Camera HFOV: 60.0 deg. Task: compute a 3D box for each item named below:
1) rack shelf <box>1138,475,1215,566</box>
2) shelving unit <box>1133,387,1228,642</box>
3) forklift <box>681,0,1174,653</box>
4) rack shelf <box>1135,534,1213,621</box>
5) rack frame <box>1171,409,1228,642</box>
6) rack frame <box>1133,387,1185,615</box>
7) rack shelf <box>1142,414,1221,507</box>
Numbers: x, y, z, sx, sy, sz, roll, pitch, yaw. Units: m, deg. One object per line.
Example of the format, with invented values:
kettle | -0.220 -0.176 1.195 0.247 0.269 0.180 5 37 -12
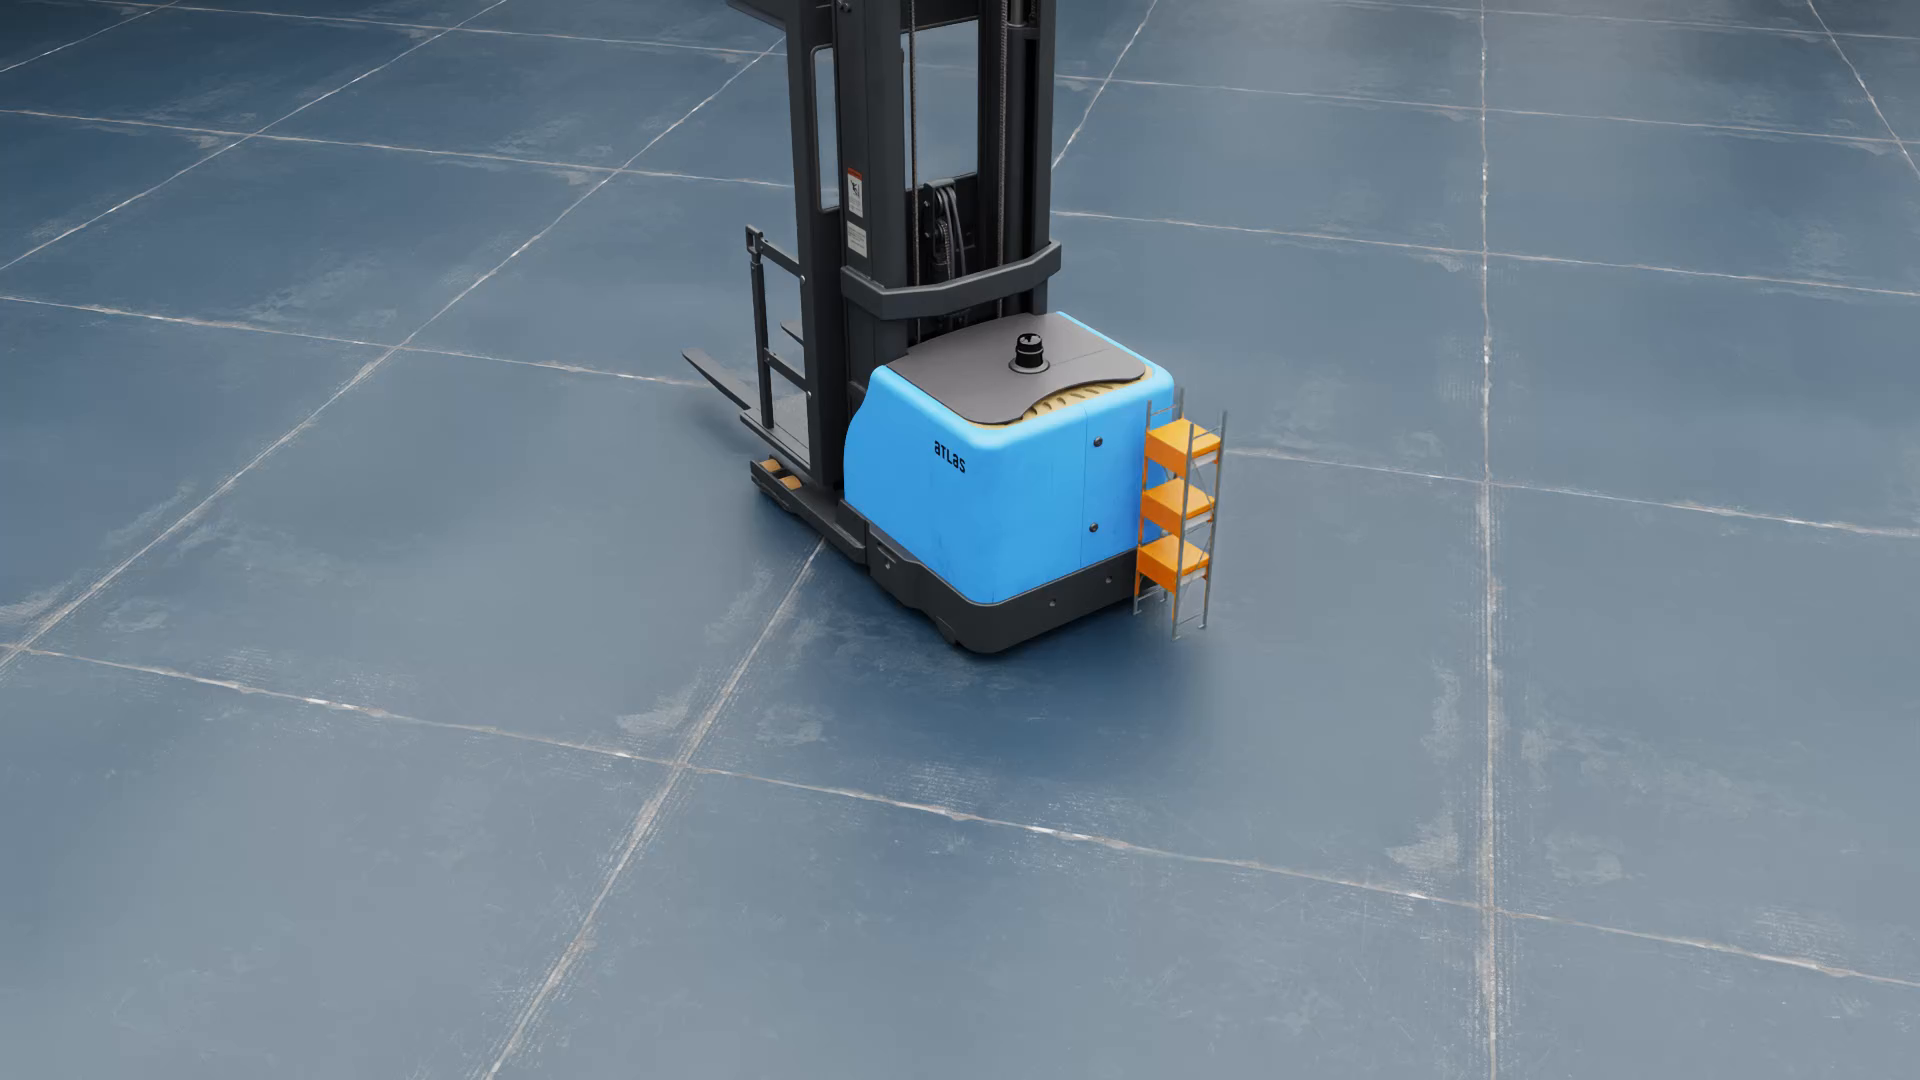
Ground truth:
rack shelf | 0.908 -0.087 6.928 0.215 0.259 0.240 -22 39 -31
shelving unit | 0.908 -0.096 6.922 0.215 1.050 0.252 -22 39 -31
forklift | -0.358 -1.511 7.395 1.130 2.935 3.031 -21 38 -29
rack shelf | 0.908 0.147 7.077 0.215 0.259 0.240 -22 39 -31
rack frame | 0.982 -0.044 6.840 0.200 1.050 0.008 -22 39 -31
rack frame | 0.834 -0.148 7.004 0.200 1.050 0.008 -22 39 -31
rack shelf | 0.908 -0.326 6.775 0.215 0.259 0.240 -22 39 -31
